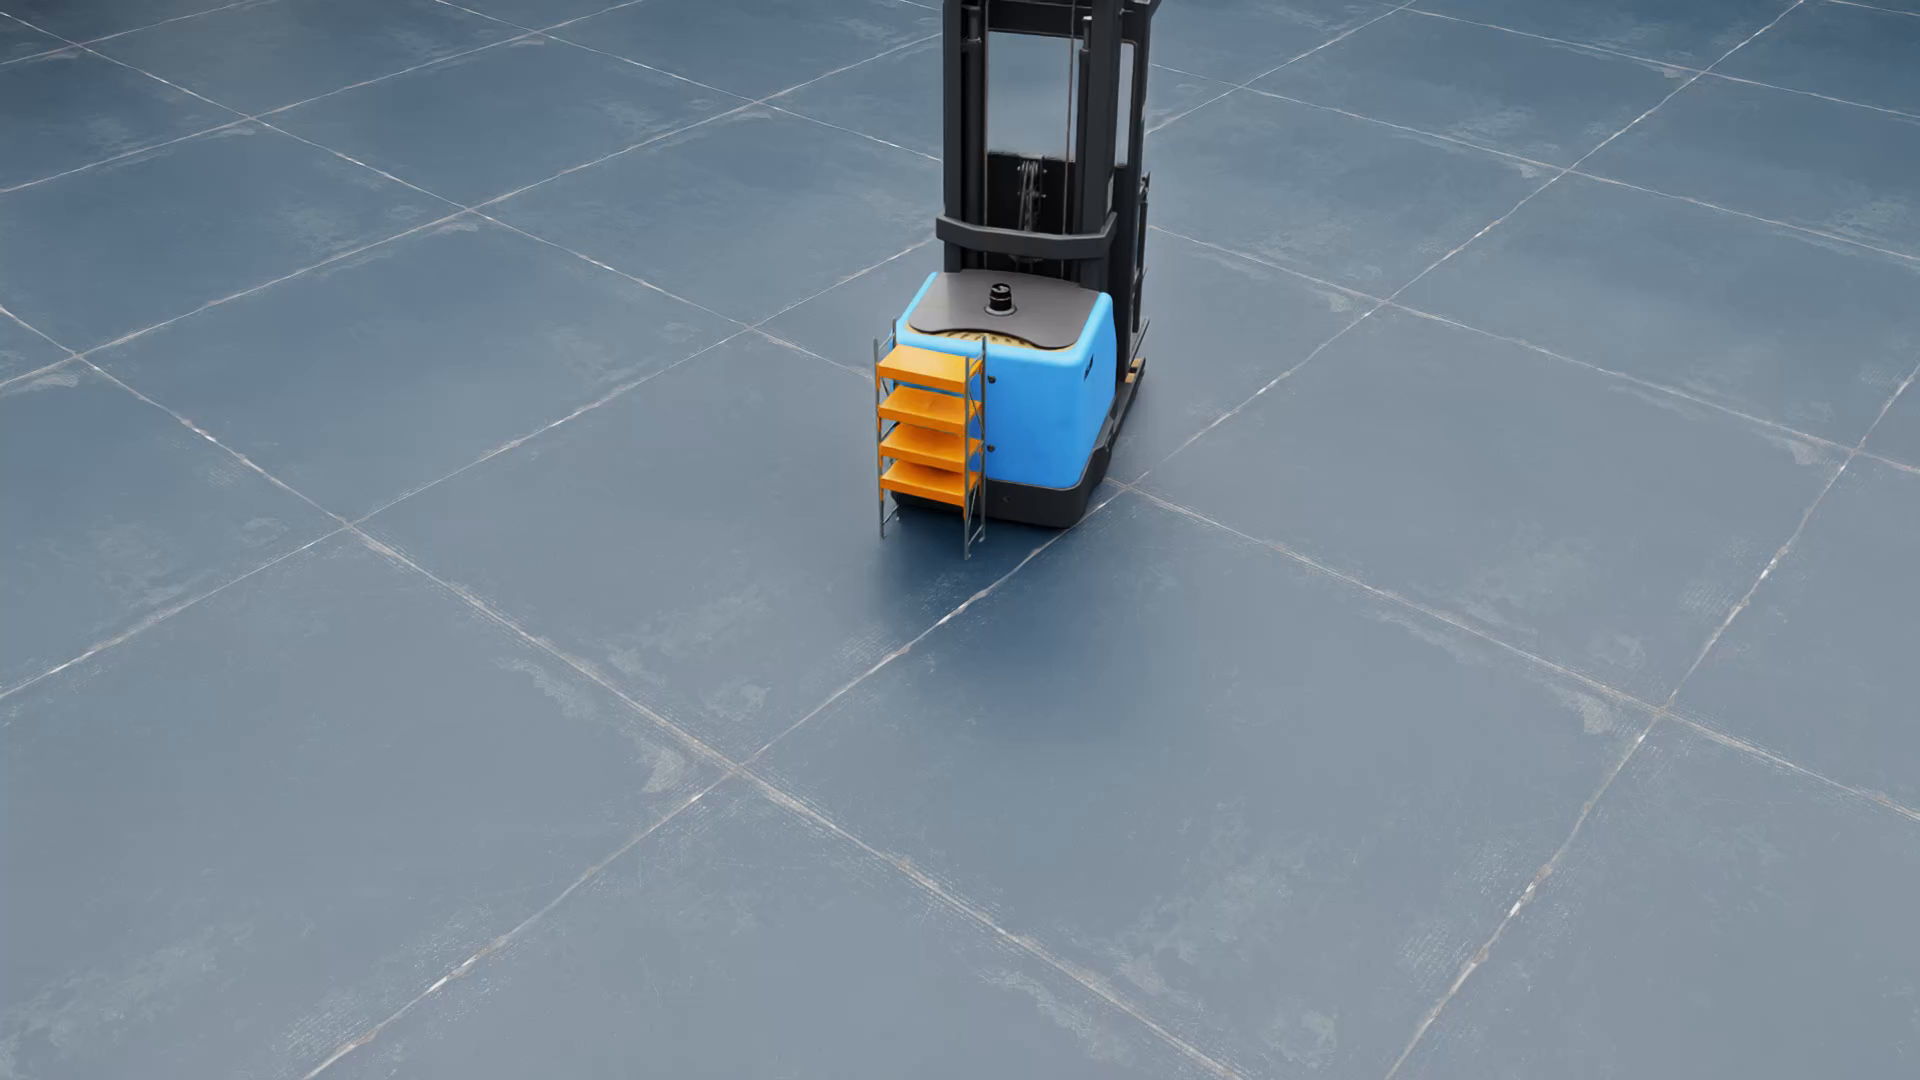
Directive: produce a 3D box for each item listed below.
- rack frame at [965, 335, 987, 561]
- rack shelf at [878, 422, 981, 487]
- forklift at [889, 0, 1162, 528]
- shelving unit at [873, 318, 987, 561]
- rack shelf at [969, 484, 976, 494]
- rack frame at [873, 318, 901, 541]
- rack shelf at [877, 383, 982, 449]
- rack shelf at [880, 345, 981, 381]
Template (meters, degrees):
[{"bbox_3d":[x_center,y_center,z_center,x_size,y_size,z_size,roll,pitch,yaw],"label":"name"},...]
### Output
[{"bbox_3d":[0.078,-0.448,8.425,0.015,1.200,0.240,13,37,19],"label":"rack frame"},{"bbox_3d":[-0.147,-0.446,8.541,0.480,0.148,0.258,13,37,19],"label":"rack shelf"},{"bbox_3d":[0.512,-2.105,9.308,1.130,2.935,3.031,9,36,13],"label":"forklift"},{"bbox_3d":[-0.147,-0.502,8.503,0.503,1.200,0.258,13,37,19],"label":"shelving unit"},{"bbox_3d":[-0.147,-0.306,8.637,0.442,0.029,0.199,13,37,19],"label":"rack shelf"},{"bbox_3d":[-0.373,-0.555,8.580,0.015,1.200,0.240,13,37,19],"label":"rack frame"},{"bbox_3d":[-0.147,-0.630,8.414,0.480,0.148,0.258,13,37,19],"label":"rack shelf"},{"bbox_3d":[-0.147,-0.858,8.258,0.457,0.050,0.221,13,37,19],"label":"rack shelf"}]
